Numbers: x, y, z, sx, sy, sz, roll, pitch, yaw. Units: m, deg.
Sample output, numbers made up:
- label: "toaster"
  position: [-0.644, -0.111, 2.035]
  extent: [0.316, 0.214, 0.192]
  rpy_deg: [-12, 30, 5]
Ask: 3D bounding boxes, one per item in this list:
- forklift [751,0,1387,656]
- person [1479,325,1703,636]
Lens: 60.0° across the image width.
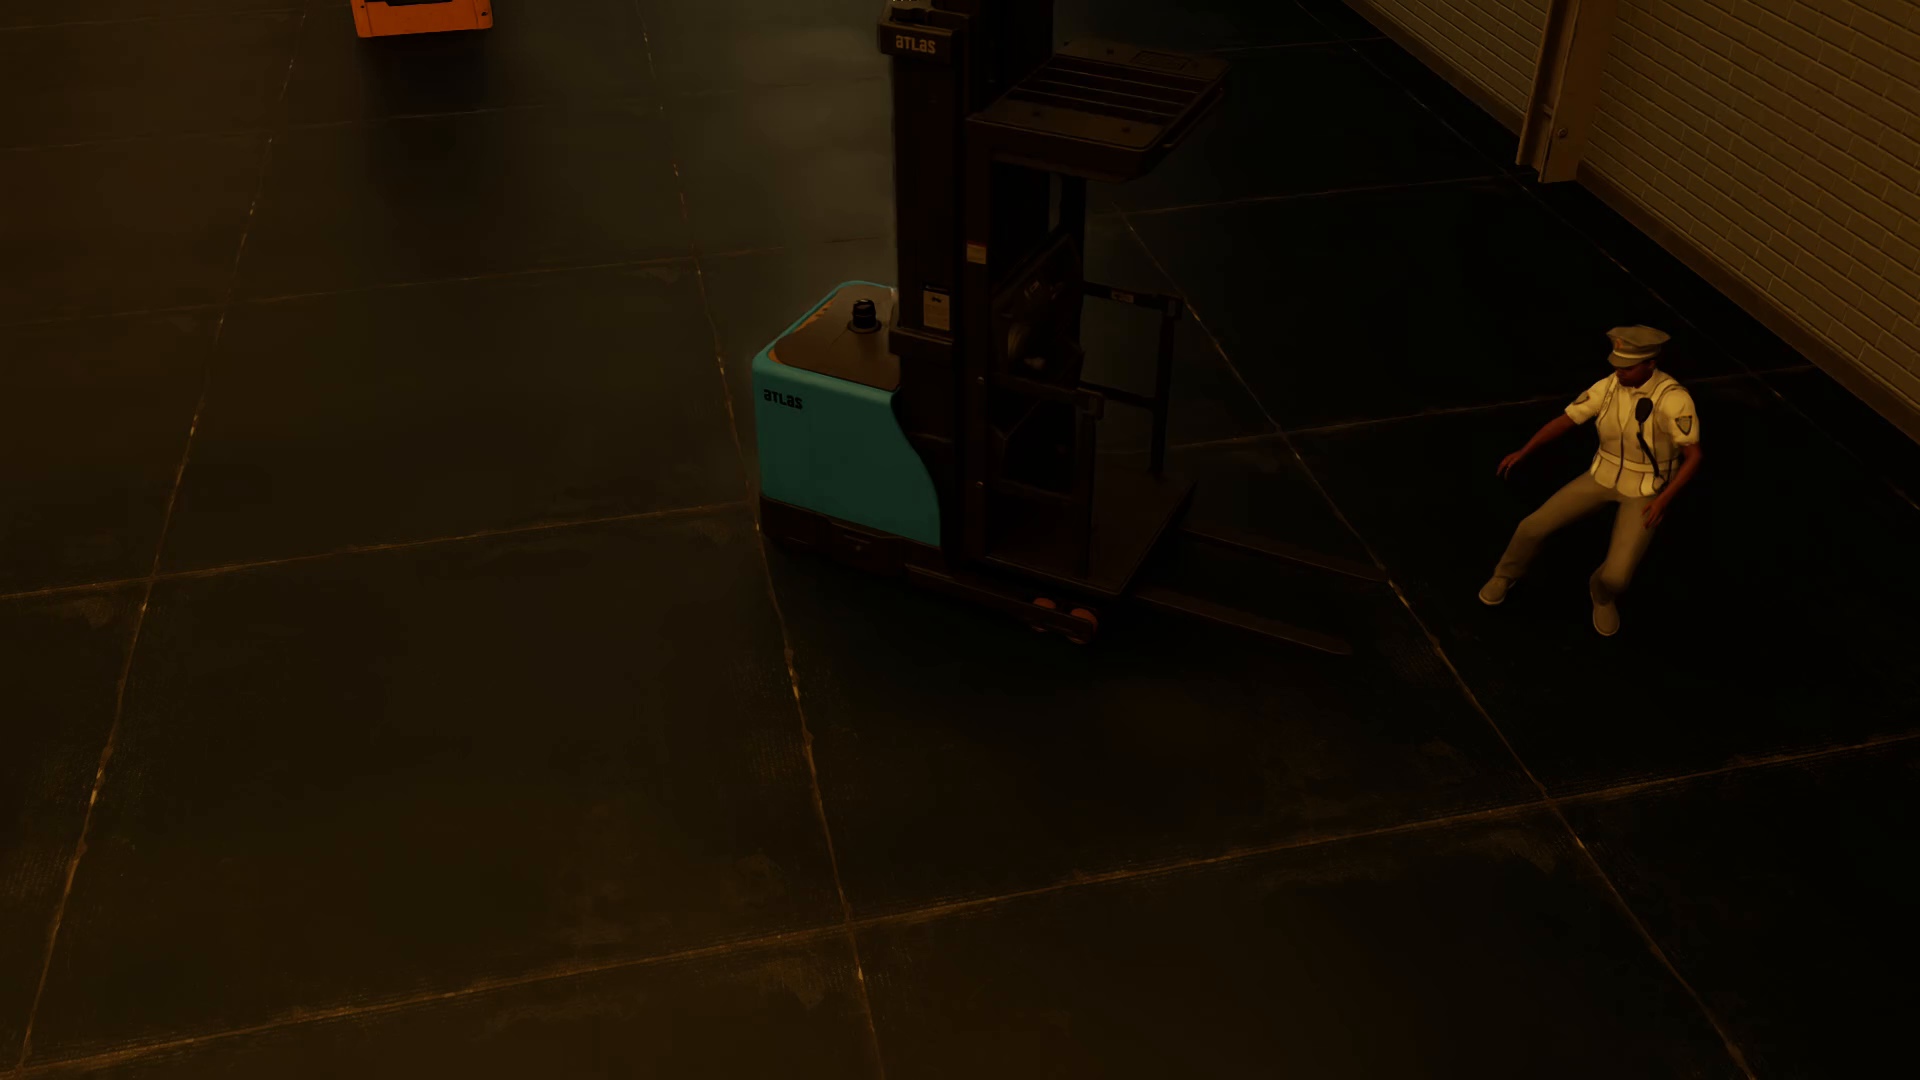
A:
- label: "forklift"
  position: [0.536, -1.054, 7.514]
  extent: [3.031, 2.935, 1.130]
  rpy_deg: [16, 39, 21]
- label: "person"
  position: [2.905, -0.236, 7.594]
  extent: [0.678, 1.505, 0.771]
  rpy_deg: [-24, 42, -30]
